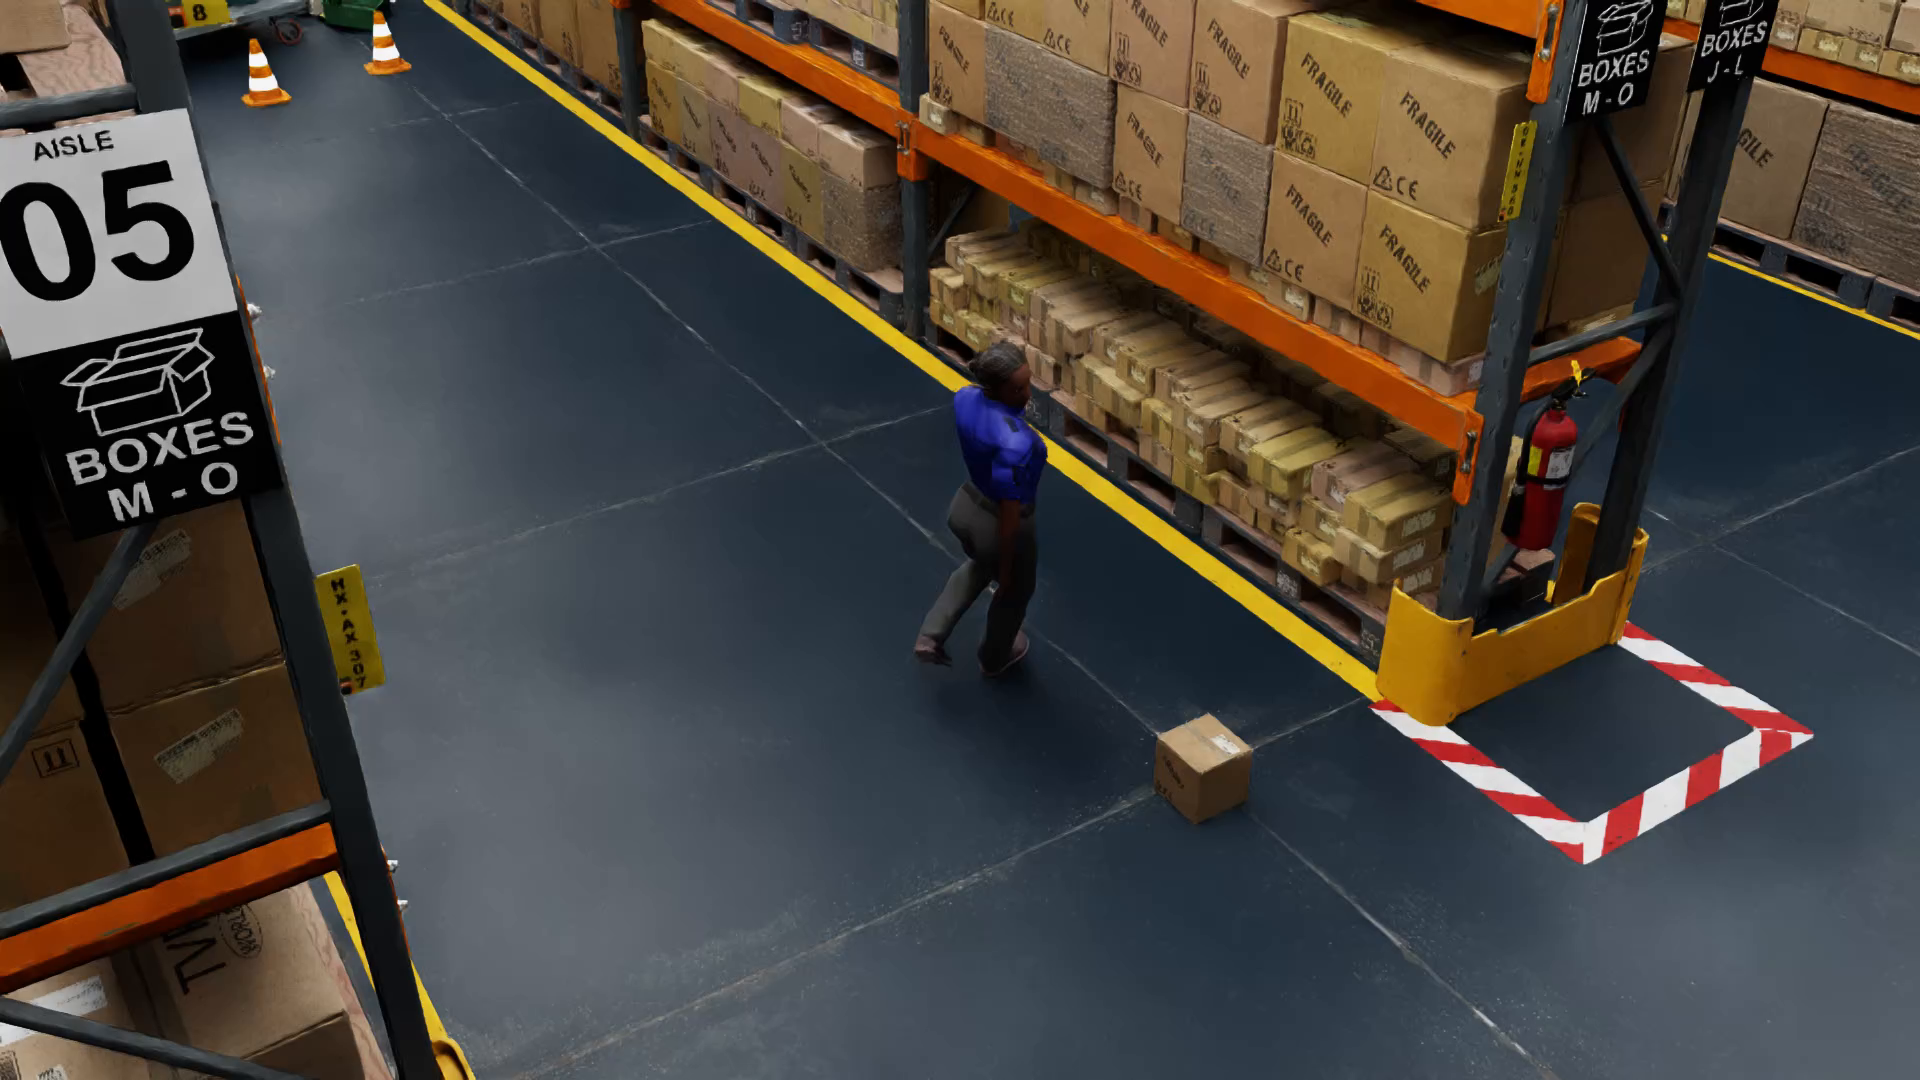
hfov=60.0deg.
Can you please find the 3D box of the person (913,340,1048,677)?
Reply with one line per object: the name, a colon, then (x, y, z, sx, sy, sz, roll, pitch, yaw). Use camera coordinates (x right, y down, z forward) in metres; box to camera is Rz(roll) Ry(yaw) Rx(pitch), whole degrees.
person: (0.144, -0.071, 6.285, 0.606, 1.611, 0.523, -23, 39, -31)
